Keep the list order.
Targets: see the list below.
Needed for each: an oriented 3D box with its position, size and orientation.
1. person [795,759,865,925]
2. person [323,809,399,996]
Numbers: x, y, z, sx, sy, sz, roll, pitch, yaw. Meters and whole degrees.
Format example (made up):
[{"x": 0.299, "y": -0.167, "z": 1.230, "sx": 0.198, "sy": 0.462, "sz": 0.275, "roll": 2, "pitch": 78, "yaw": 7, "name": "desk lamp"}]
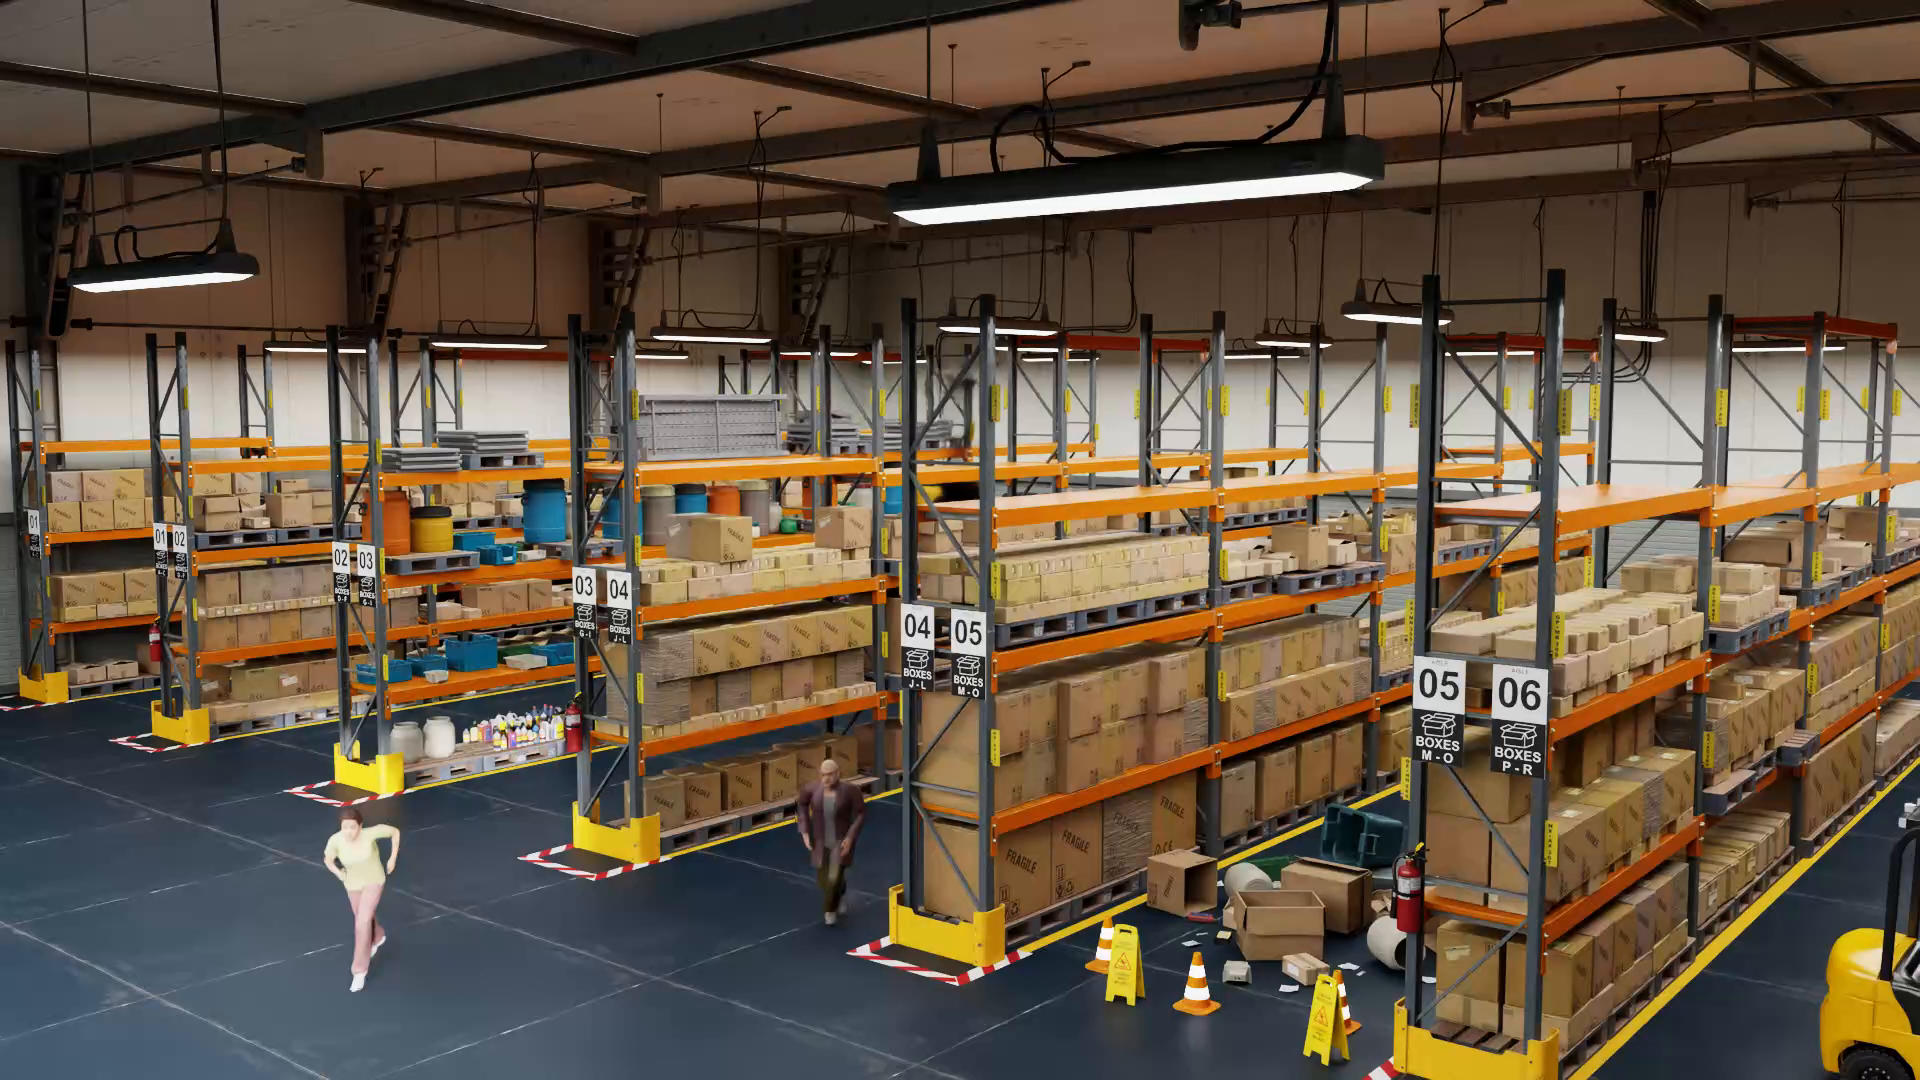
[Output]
[{"x": -1.256, "y": 2.895, "z": 16.040, "sx": 0.712, "sy": 1.673, "sz": 0.674, "roll": 1, "pitch": 5, "yaw": 10, "name": "person"}, {"x": -5.232, "y": 3.085, "z": 14.630, "sx": 0.618, "sy": 1.619, "sz": 0.978, "roll": -1, "pitch": 5, "yaw": -8, "name": "person"}]
